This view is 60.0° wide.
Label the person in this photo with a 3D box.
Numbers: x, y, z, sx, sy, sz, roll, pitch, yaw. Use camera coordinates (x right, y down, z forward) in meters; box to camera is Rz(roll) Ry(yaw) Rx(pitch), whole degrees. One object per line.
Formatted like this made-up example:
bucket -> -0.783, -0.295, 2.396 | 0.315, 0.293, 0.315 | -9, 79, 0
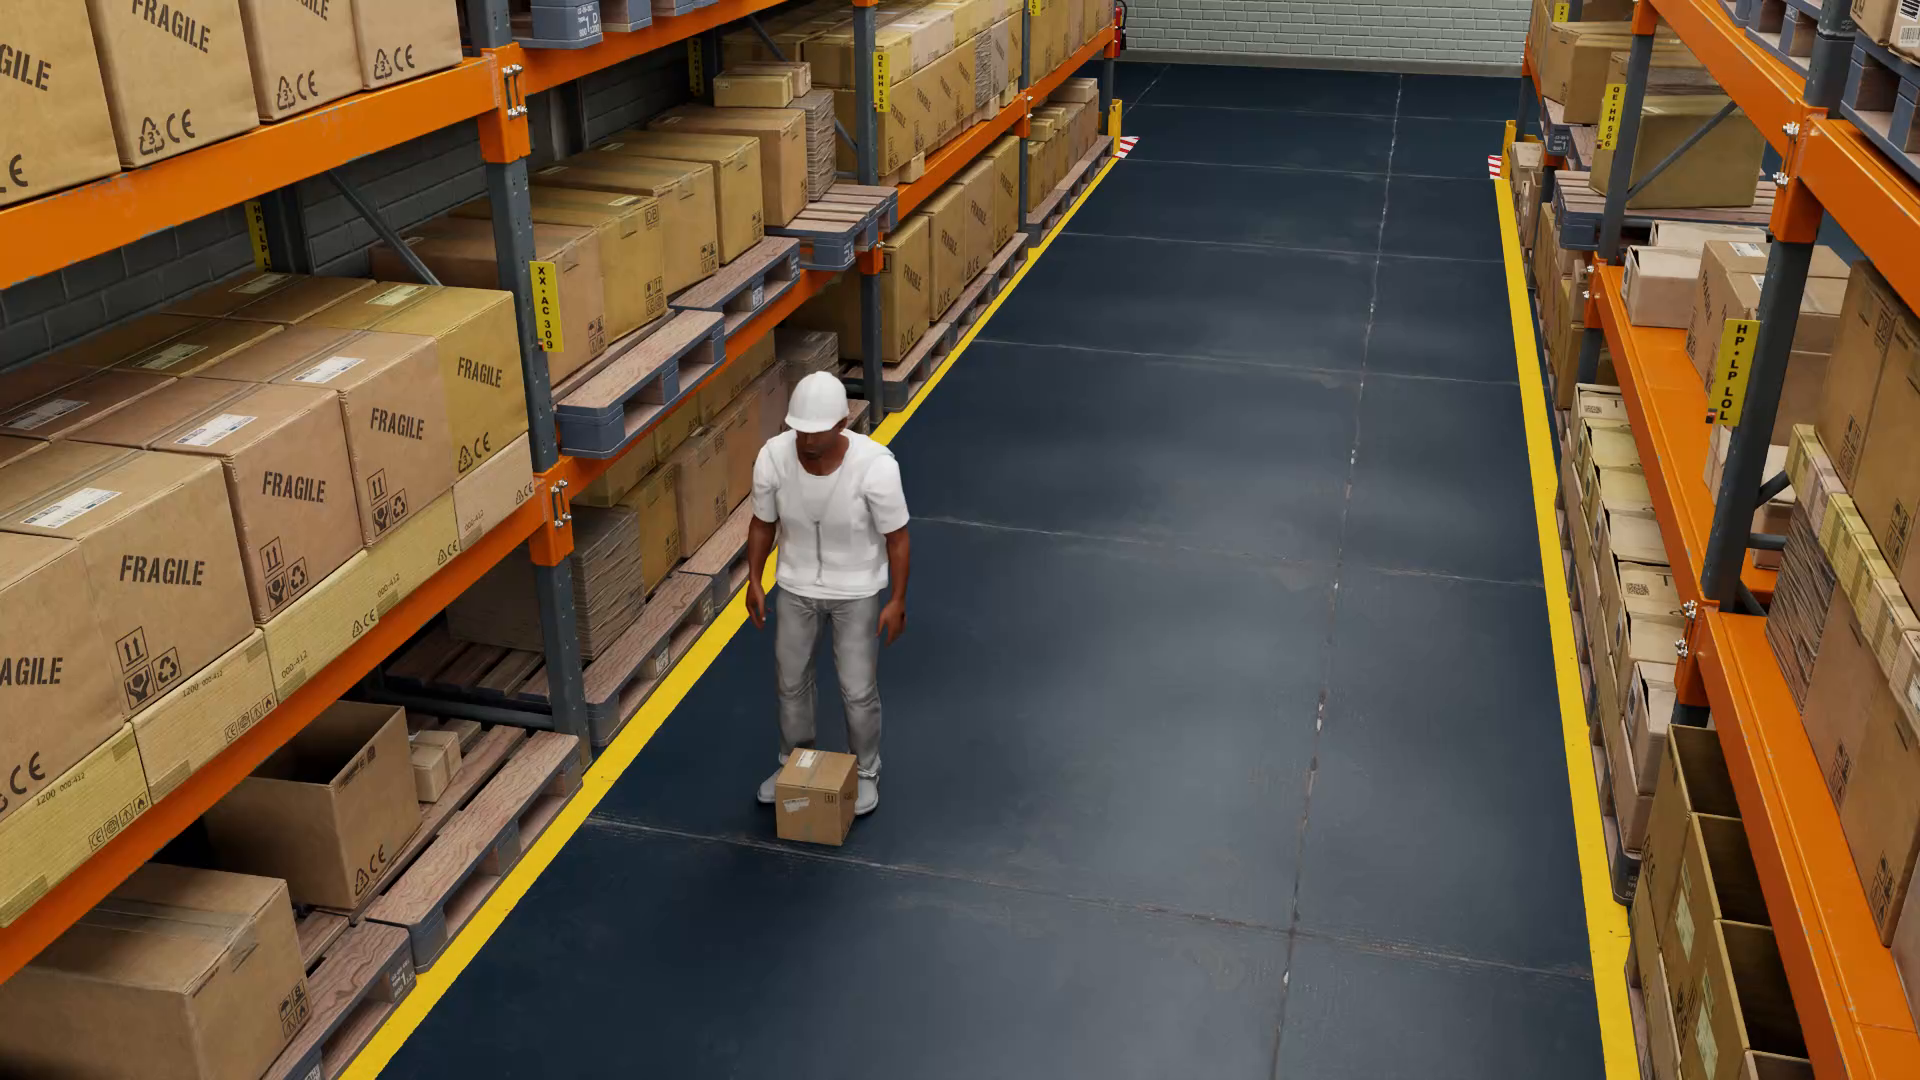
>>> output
person -> -0.496, 0.195, 6.171 | 0.627, 1.761, 0.459 | 6, 26, 13
